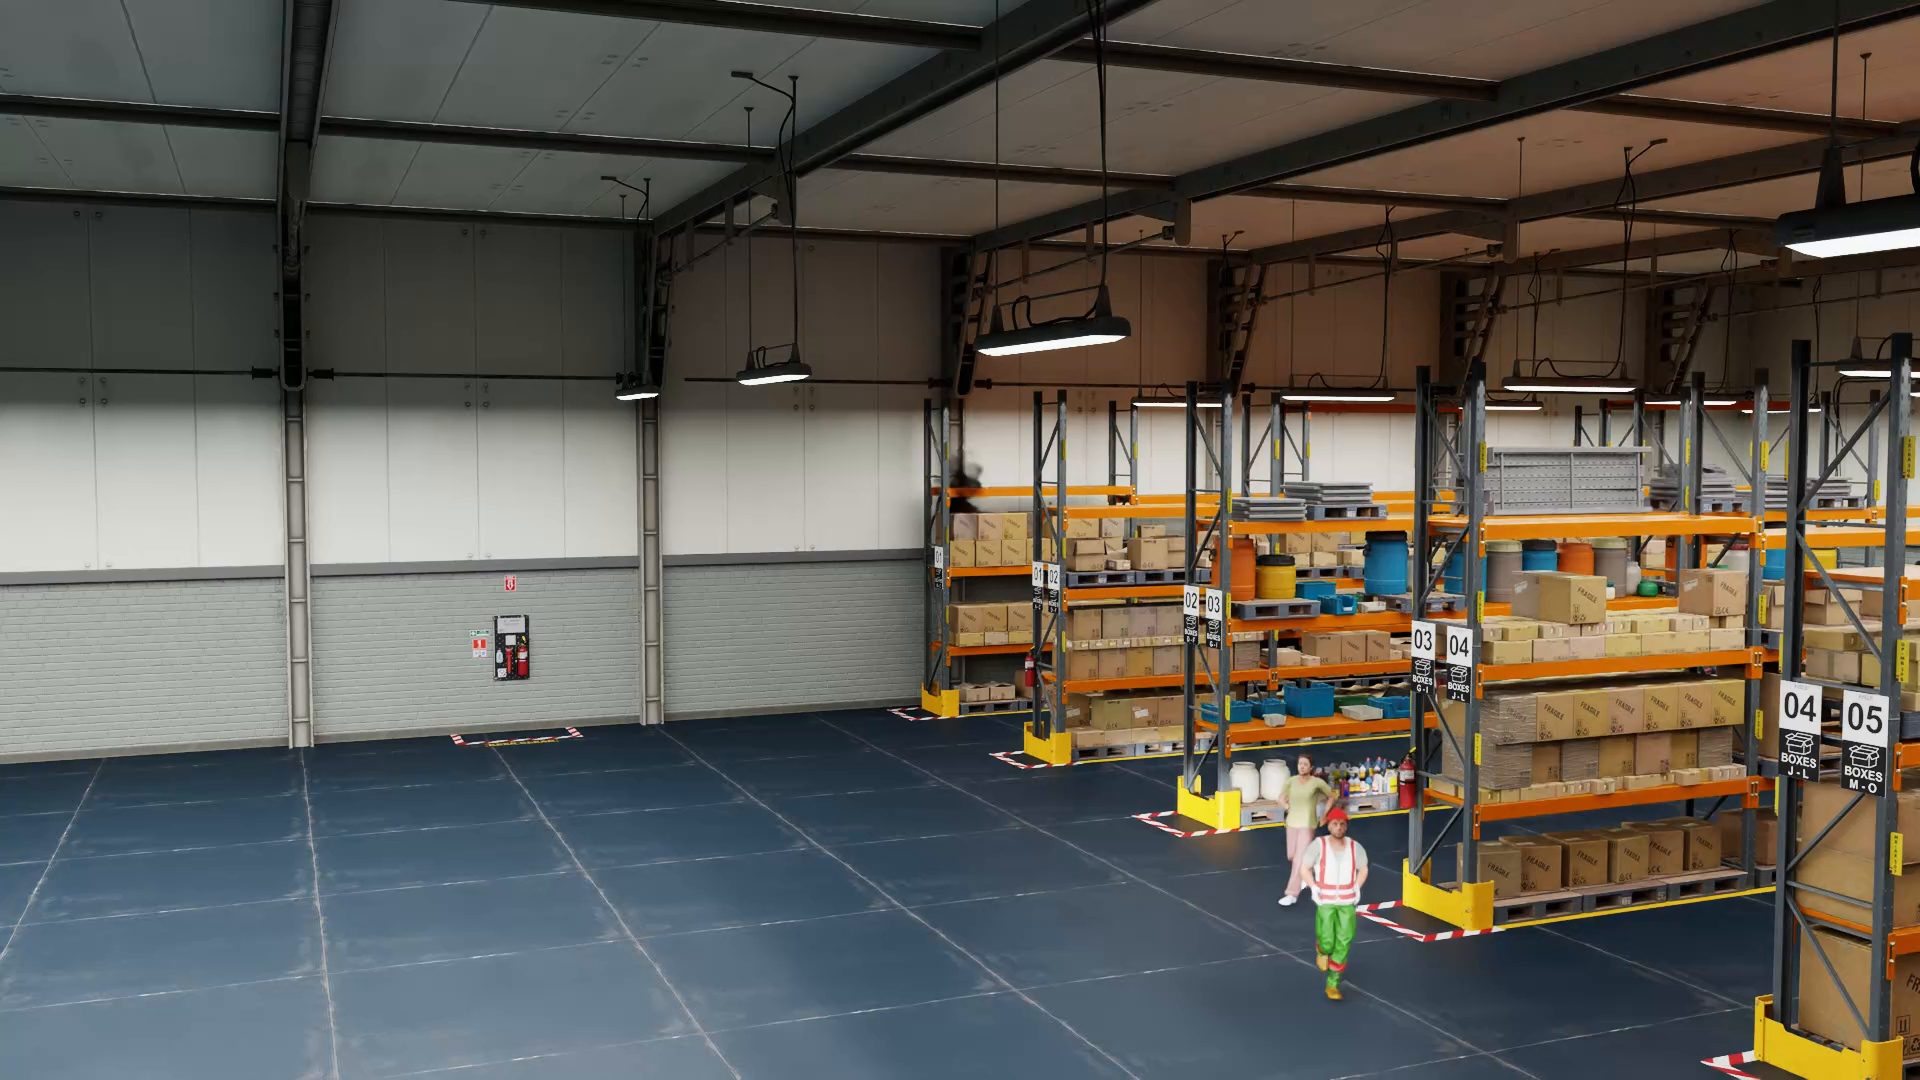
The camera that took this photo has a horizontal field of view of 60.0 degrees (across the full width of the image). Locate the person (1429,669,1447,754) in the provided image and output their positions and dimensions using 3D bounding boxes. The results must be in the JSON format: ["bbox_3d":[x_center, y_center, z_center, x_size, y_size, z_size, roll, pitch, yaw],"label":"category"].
[{"bbox_3d":[7.753,2.697,27.157,0.747,1.740,0.689,-2,4,-31],"label":"person"}]

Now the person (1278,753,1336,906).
[{"bbox_3d":[3.856,3.210,18.668,0.603,1.646,0.955,2,4,35],"label":"person"}]

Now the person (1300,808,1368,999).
[{"bbox_3d":[3.517,3.377,15.606,0.641,1.747,0.678,0,3,2],"label":"person"}]
